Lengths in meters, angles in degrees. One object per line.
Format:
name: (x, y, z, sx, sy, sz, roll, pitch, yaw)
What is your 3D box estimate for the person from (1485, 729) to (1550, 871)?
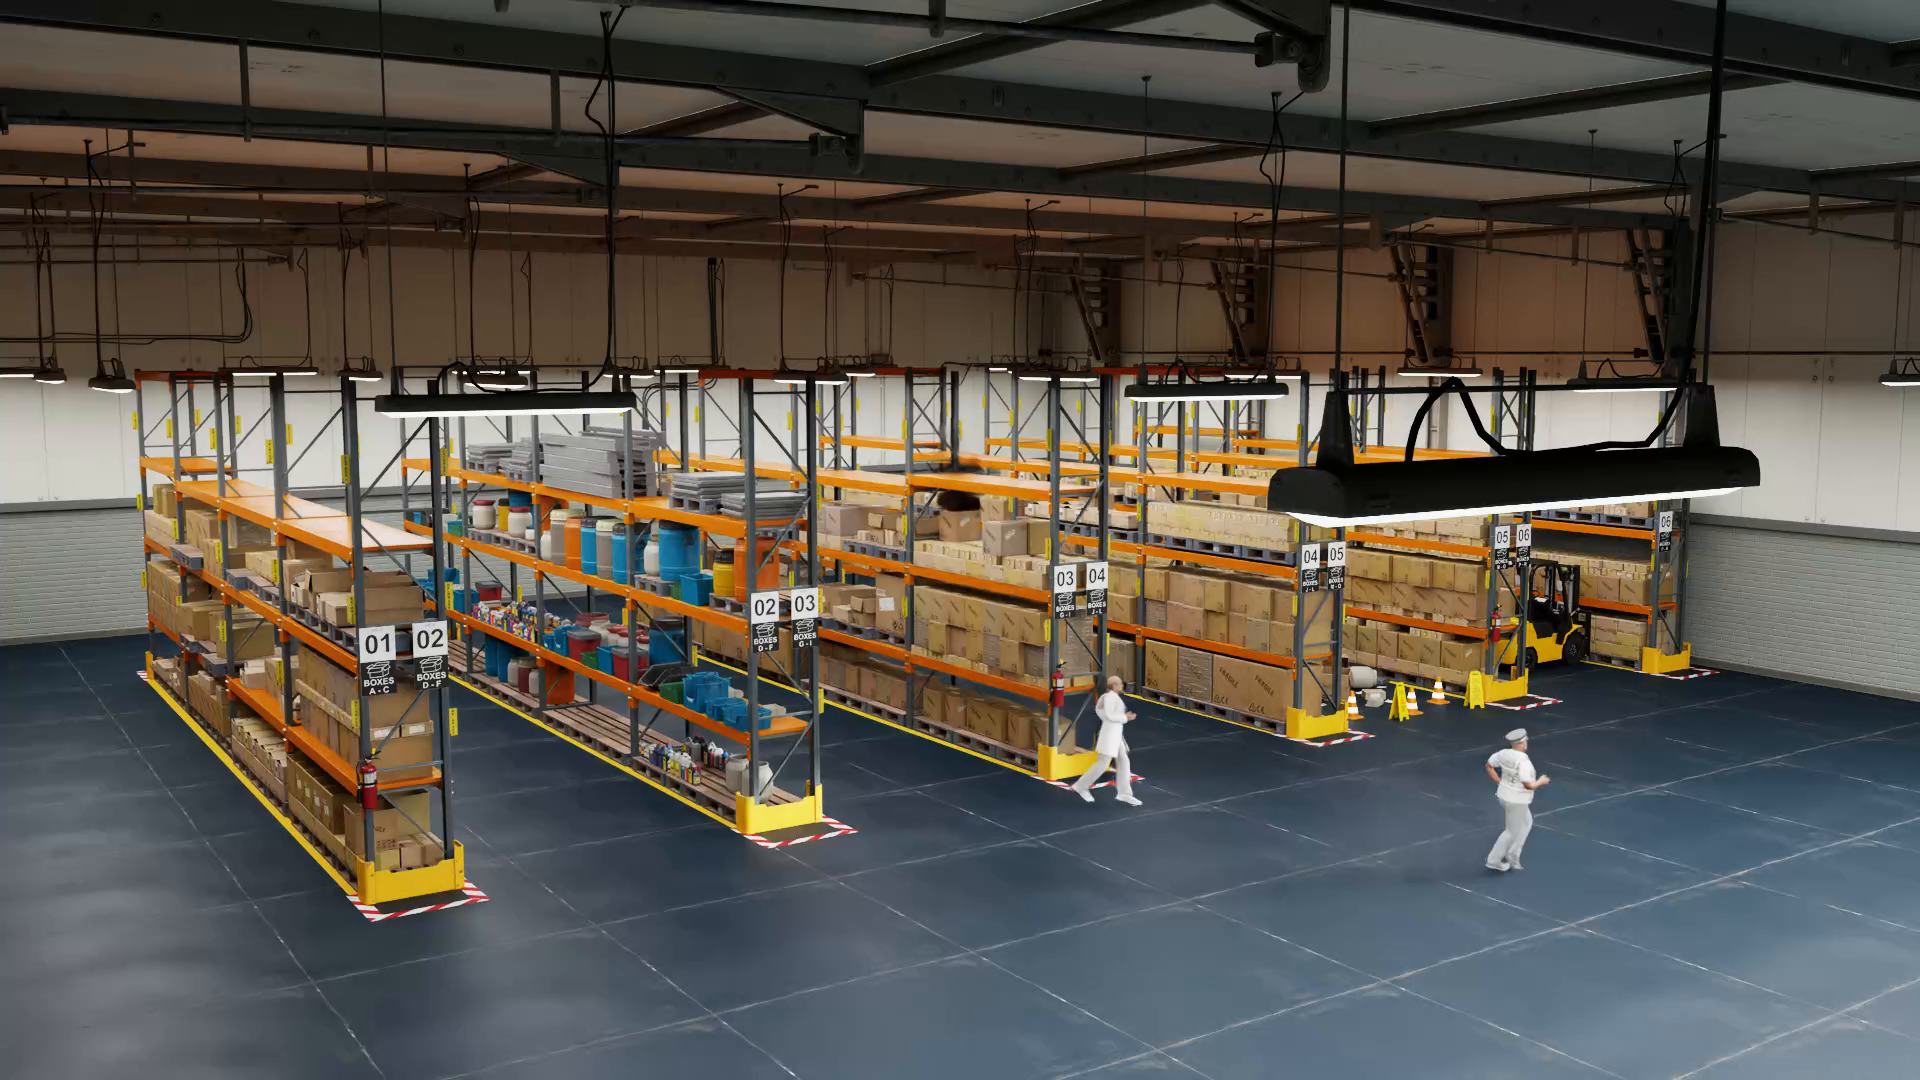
person: (6.761, 3.193, 20.208, 0.767, 1.839, 0.638, -1, 7, -9)

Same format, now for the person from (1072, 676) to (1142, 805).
person: (2.118, 2.810, 23.500, 0.983, 1.773, 0.715, 2, 7, 13)
